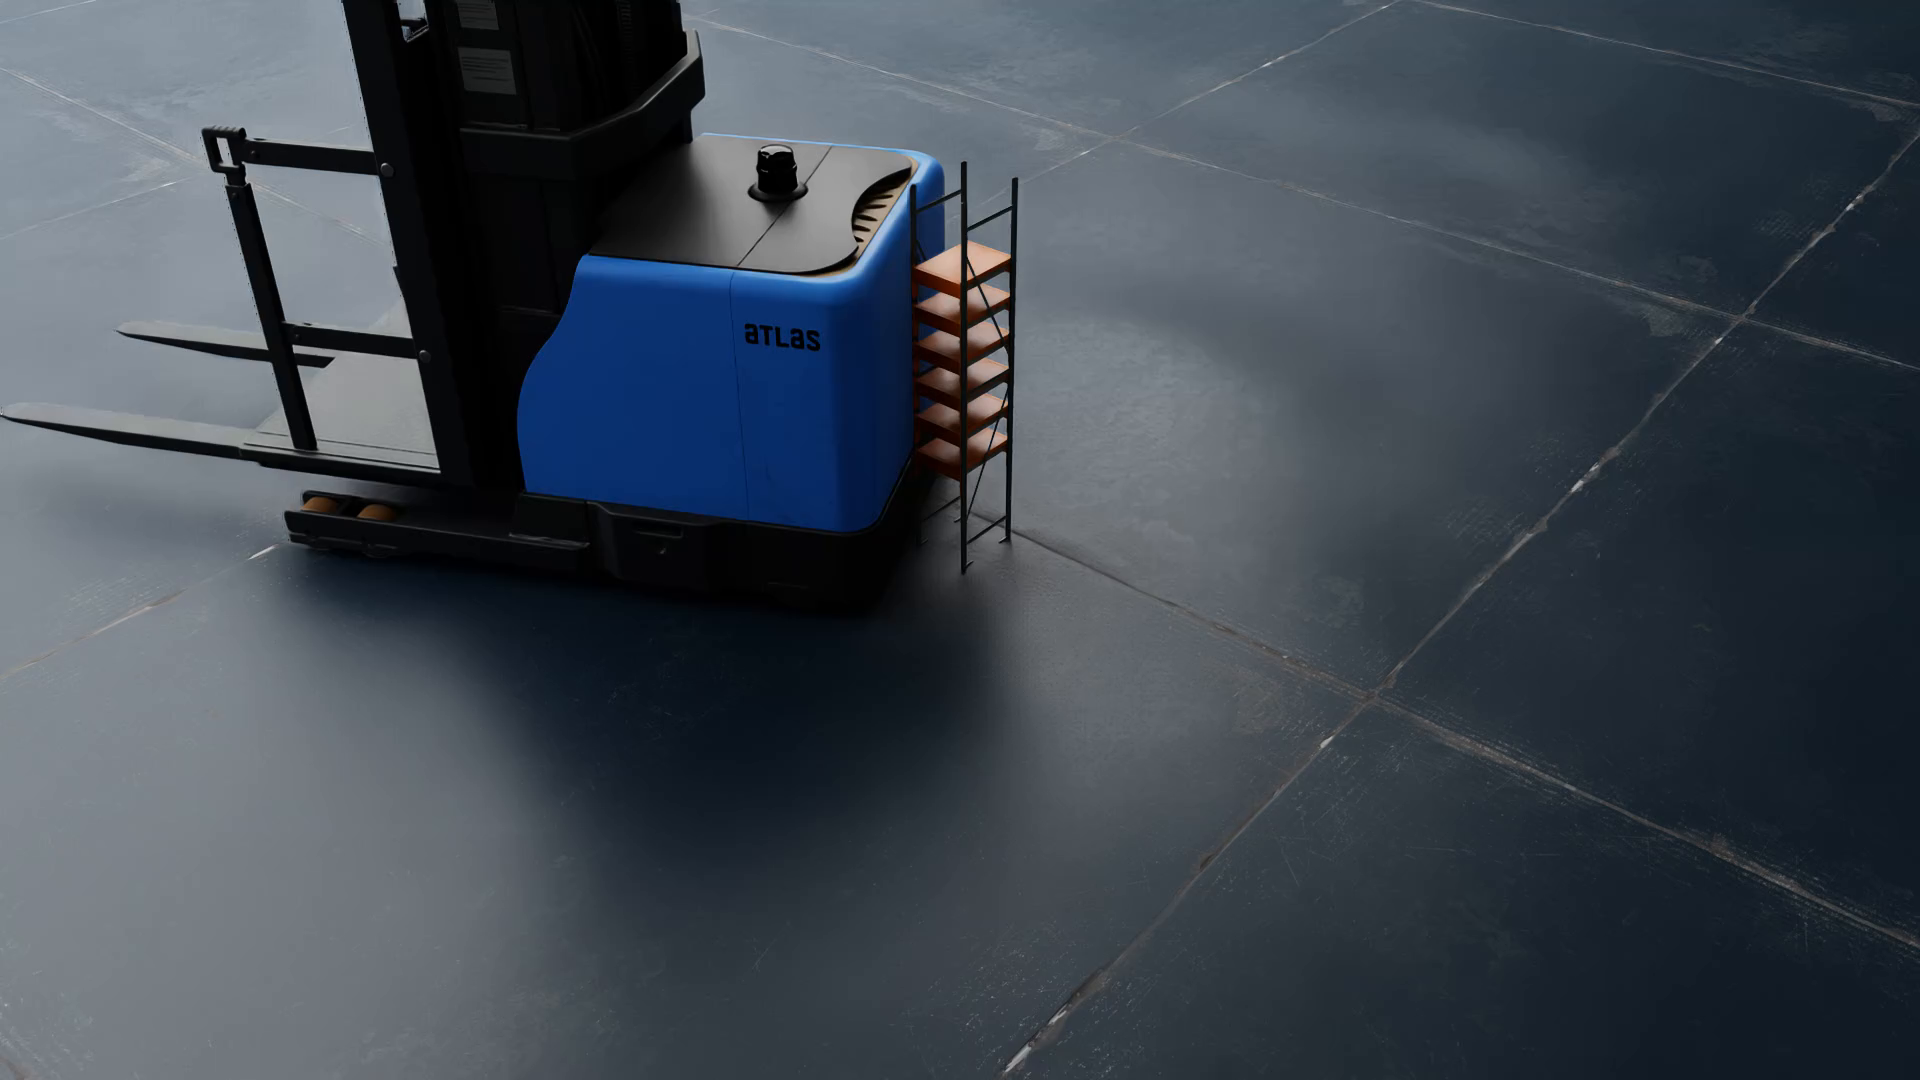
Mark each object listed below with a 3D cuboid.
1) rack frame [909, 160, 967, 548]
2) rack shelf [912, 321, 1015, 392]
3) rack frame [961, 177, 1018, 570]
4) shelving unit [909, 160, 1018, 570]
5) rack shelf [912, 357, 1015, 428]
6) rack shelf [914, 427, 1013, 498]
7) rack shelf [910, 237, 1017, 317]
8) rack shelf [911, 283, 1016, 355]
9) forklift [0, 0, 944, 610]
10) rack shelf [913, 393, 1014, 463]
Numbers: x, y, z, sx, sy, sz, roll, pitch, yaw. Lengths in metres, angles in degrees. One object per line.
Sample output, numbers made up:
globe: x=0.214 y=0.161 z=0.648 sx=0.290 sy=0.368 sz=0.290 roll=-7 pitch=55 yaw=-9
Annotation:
rack frame: x=-0.059 y=-0.523 z=4.951 sx=0.006 sy=1.200 sz=0.240 roll=25 pitch=42 yaw=32
rack shelf: x=0.011 y=-0.552 z=4.860 sx=0.180 sy=0.103 sz=0.258 roll=25 pitch=42 yaw=32
rack frame: x=0.081 y=-0.456 z=4.854 sx=0.006 sy=1.200 sz=0.240 roll=25 pitch=42 yaw=32
shelving unit: x=0.011 y=-0.489 z=4.903 sx=0.189 sy=1.200 sz=0.258 roll=25 pitch=42 yaw=32
rack shelf: x=0.011 y=-0.453 z=4.928 sx=0.180 sy=0.103 sz=0.258 roll=25 pitch=42 yaw=32
rack shelf: x=0.011 y=-0.255 z=5.064 sx=0.180 sy=0.103 sz=0.258 roll=25 pitch=42 yaw=32
rack shelf: x=0.011 y=-0.749 z=4.724 sx=0.180 sy=0.103 sz=0.258 roll=25 pitch=42 yaw=32
rack shelf: x=0.011 y=-0.651 z=4.792 sx=0.180 sy=0.103 sz=0.258 roll=25 pitch=42 yaw=32
forklift: x=-1.608 y=-1.432 z=4.746 sx=3.031 sy=2.935 sz=1.130 roll=7 pitch=35 yaw=11
rack shelf: x=0.011 y=-0.354 z=4.996 sx=0.180 sy=0.103 sz=0.258 roll=25 pitch=42 yaw=32
